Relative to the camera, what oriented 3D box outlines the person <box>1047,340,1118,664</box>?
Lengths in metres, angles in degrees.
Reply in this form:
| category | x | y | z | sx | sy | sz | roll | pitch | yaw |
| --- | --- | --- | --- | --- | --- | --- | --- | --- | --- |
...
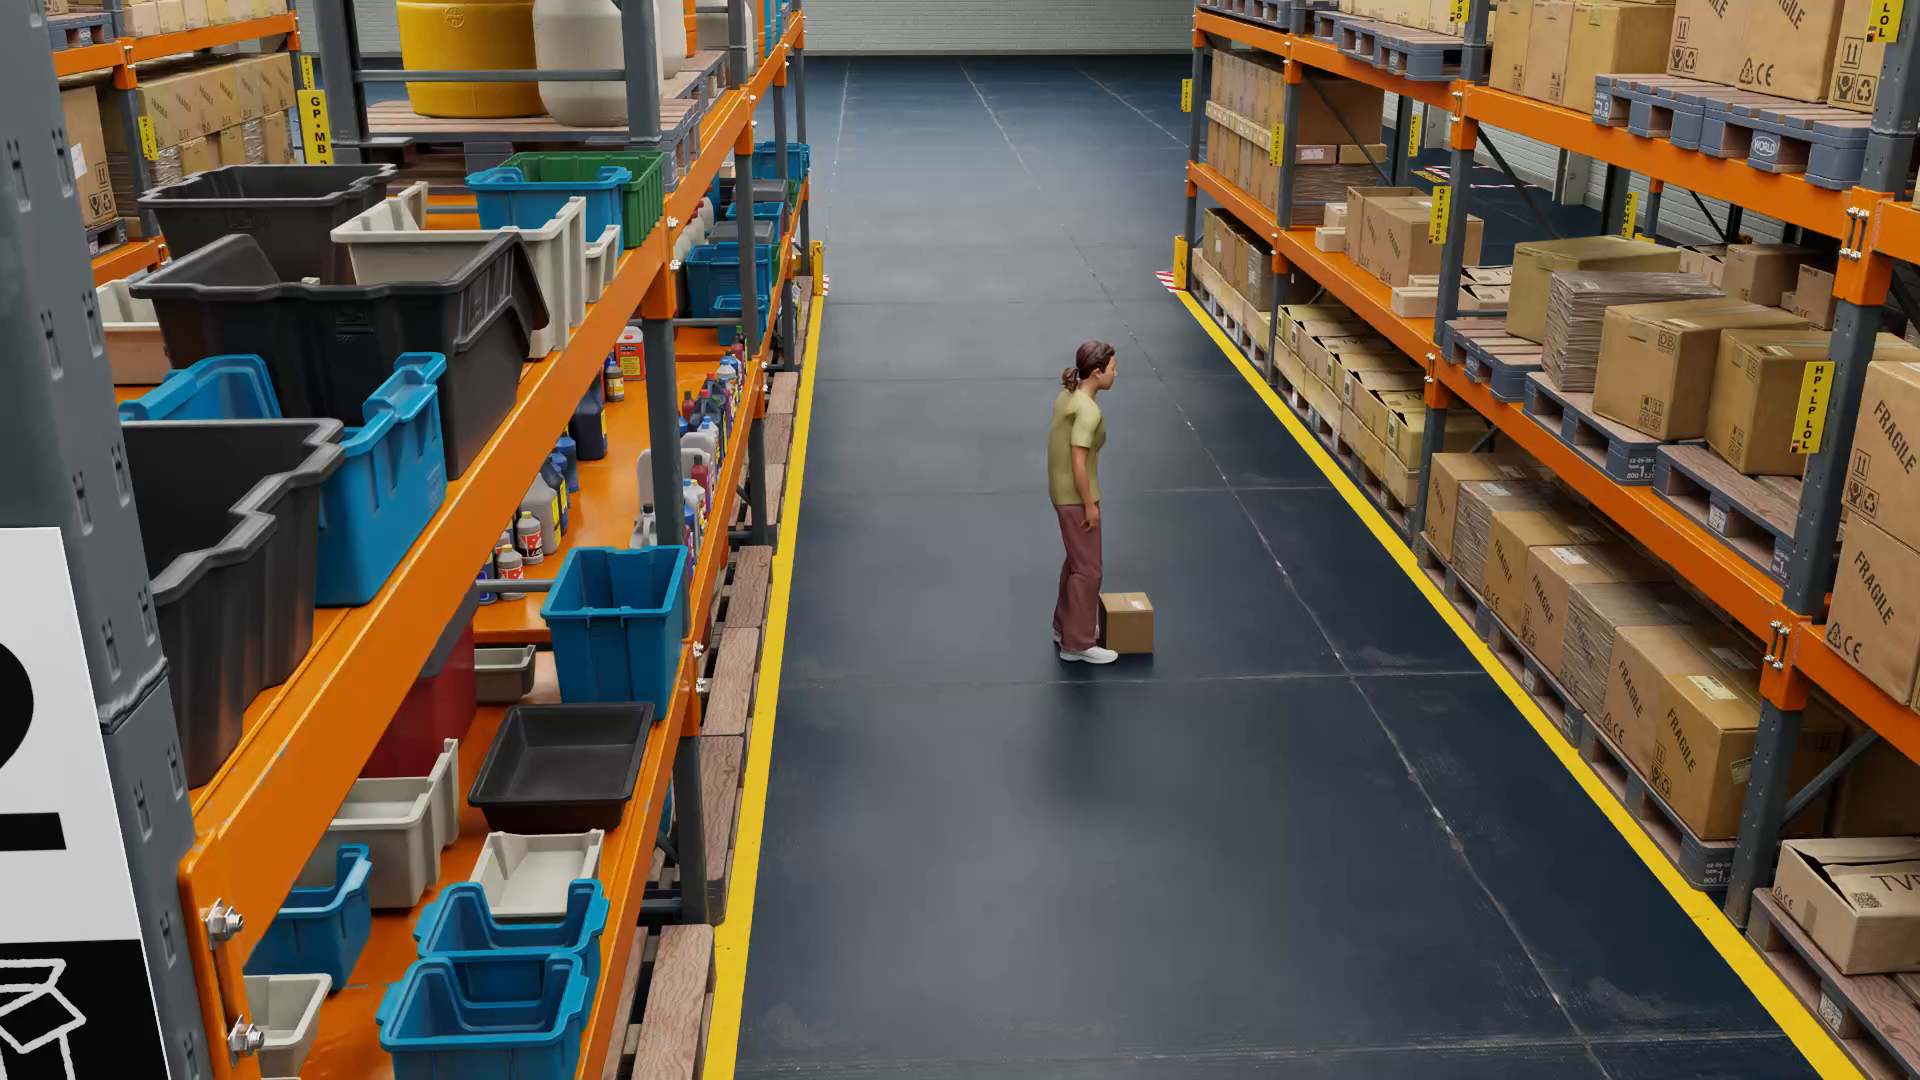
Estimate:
| category | x | y | z | sx | sy | sz | roll | pitch | yaw |
| --- | --- | --- | --- | --- | --- | --- | --- | --- | --- |
| person | 0.639 | -0.212 | 8.648 | 0.363 | 1.671 | 0.516 | -2 | 21 | -6 |
